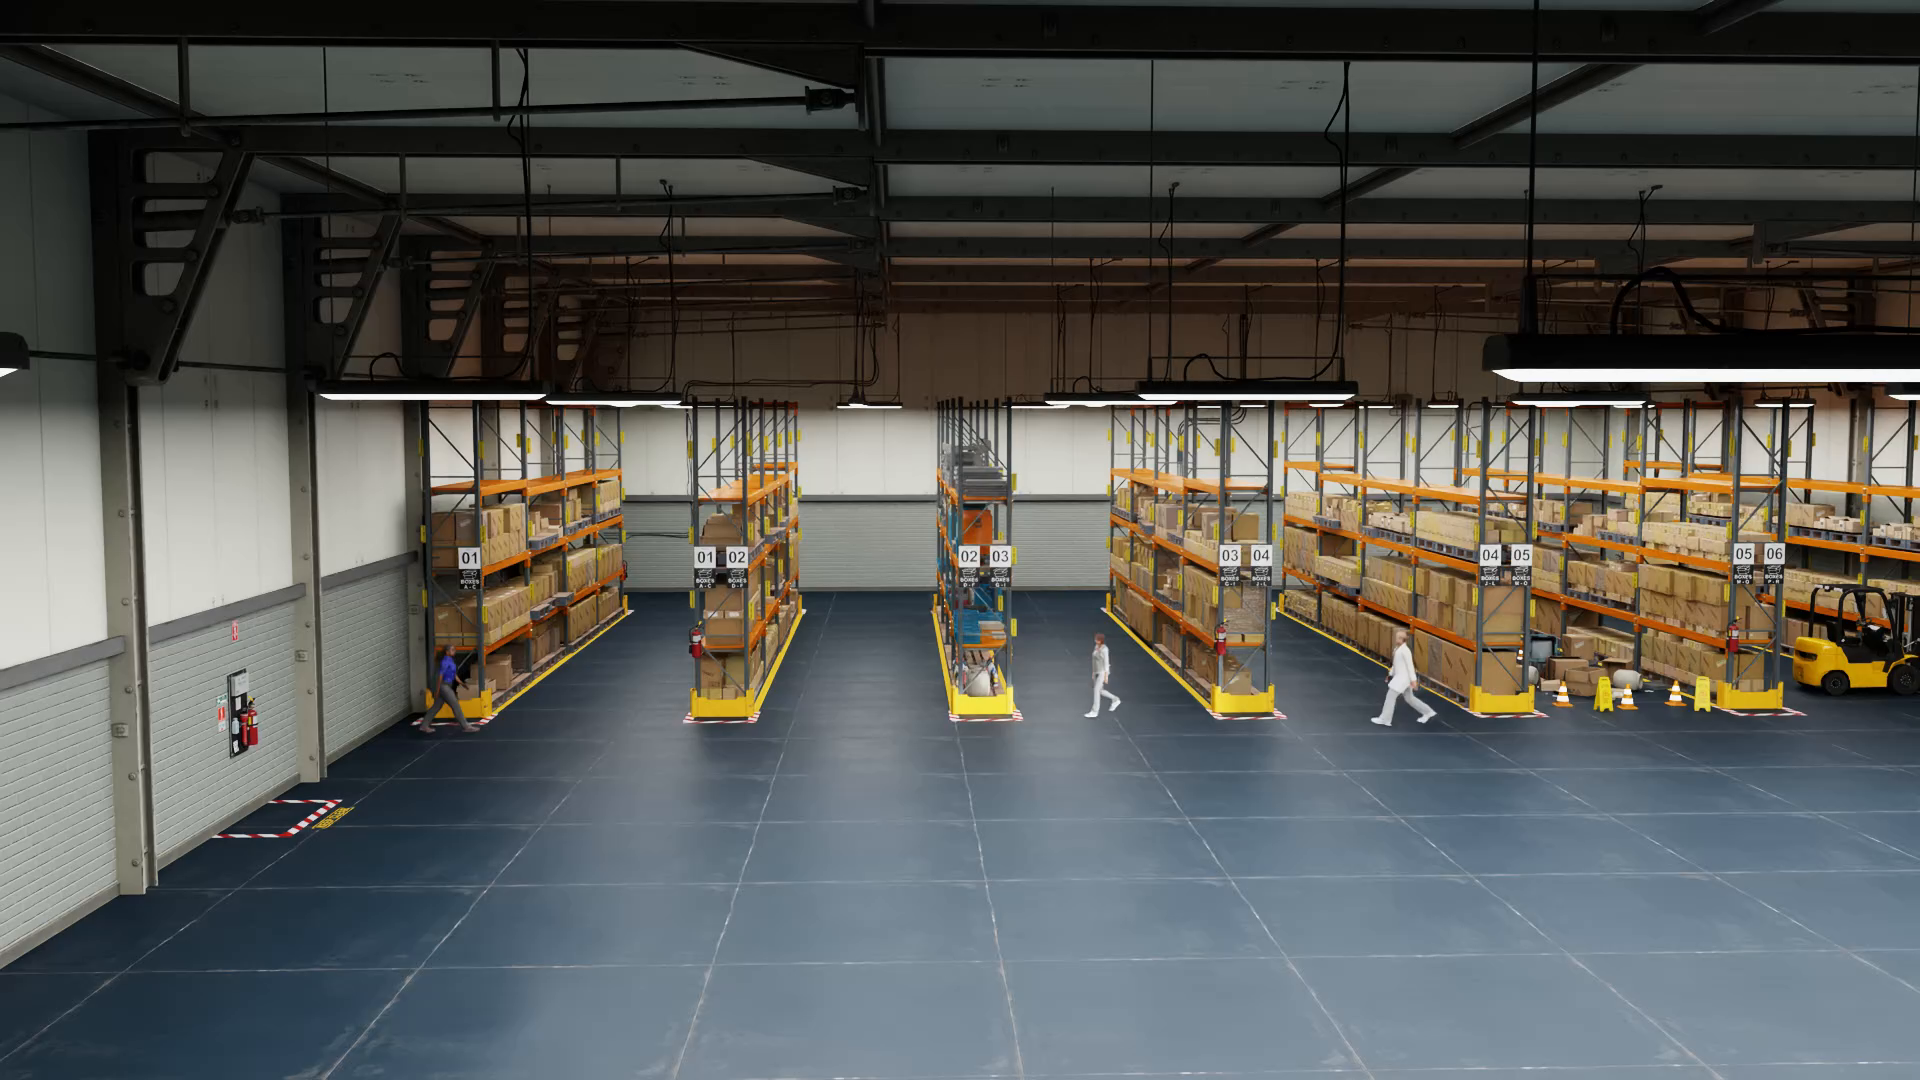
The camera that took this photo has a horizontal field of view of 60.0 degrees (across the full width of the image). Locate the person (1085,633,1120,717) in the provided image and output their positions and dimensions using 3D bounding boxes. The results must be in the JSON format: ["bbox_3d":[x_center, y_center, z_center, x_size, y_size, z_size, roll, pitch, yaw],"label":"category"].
[{"bbox_3d":[2.668,2.515,31.242,0.808,1.564,0.439,-2,5,-21],"label":"person"}]

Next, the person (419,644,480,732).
[{"bbox_3d":[-9.075,2.634,29.489,1.069,1.561,0.489,0,4,-6],"label":"person"}]

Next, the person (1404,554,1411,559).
[{"bbox_3d":[12.763,1.221,47.308,1.060,1.657,0.504,2,5,29],"label":"person"}]

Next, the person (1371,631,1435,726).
[{"bbox_3d":[8.095,2.519,30.292,1.190,1.716,0.654,0,4,4],"label":"person"}]
